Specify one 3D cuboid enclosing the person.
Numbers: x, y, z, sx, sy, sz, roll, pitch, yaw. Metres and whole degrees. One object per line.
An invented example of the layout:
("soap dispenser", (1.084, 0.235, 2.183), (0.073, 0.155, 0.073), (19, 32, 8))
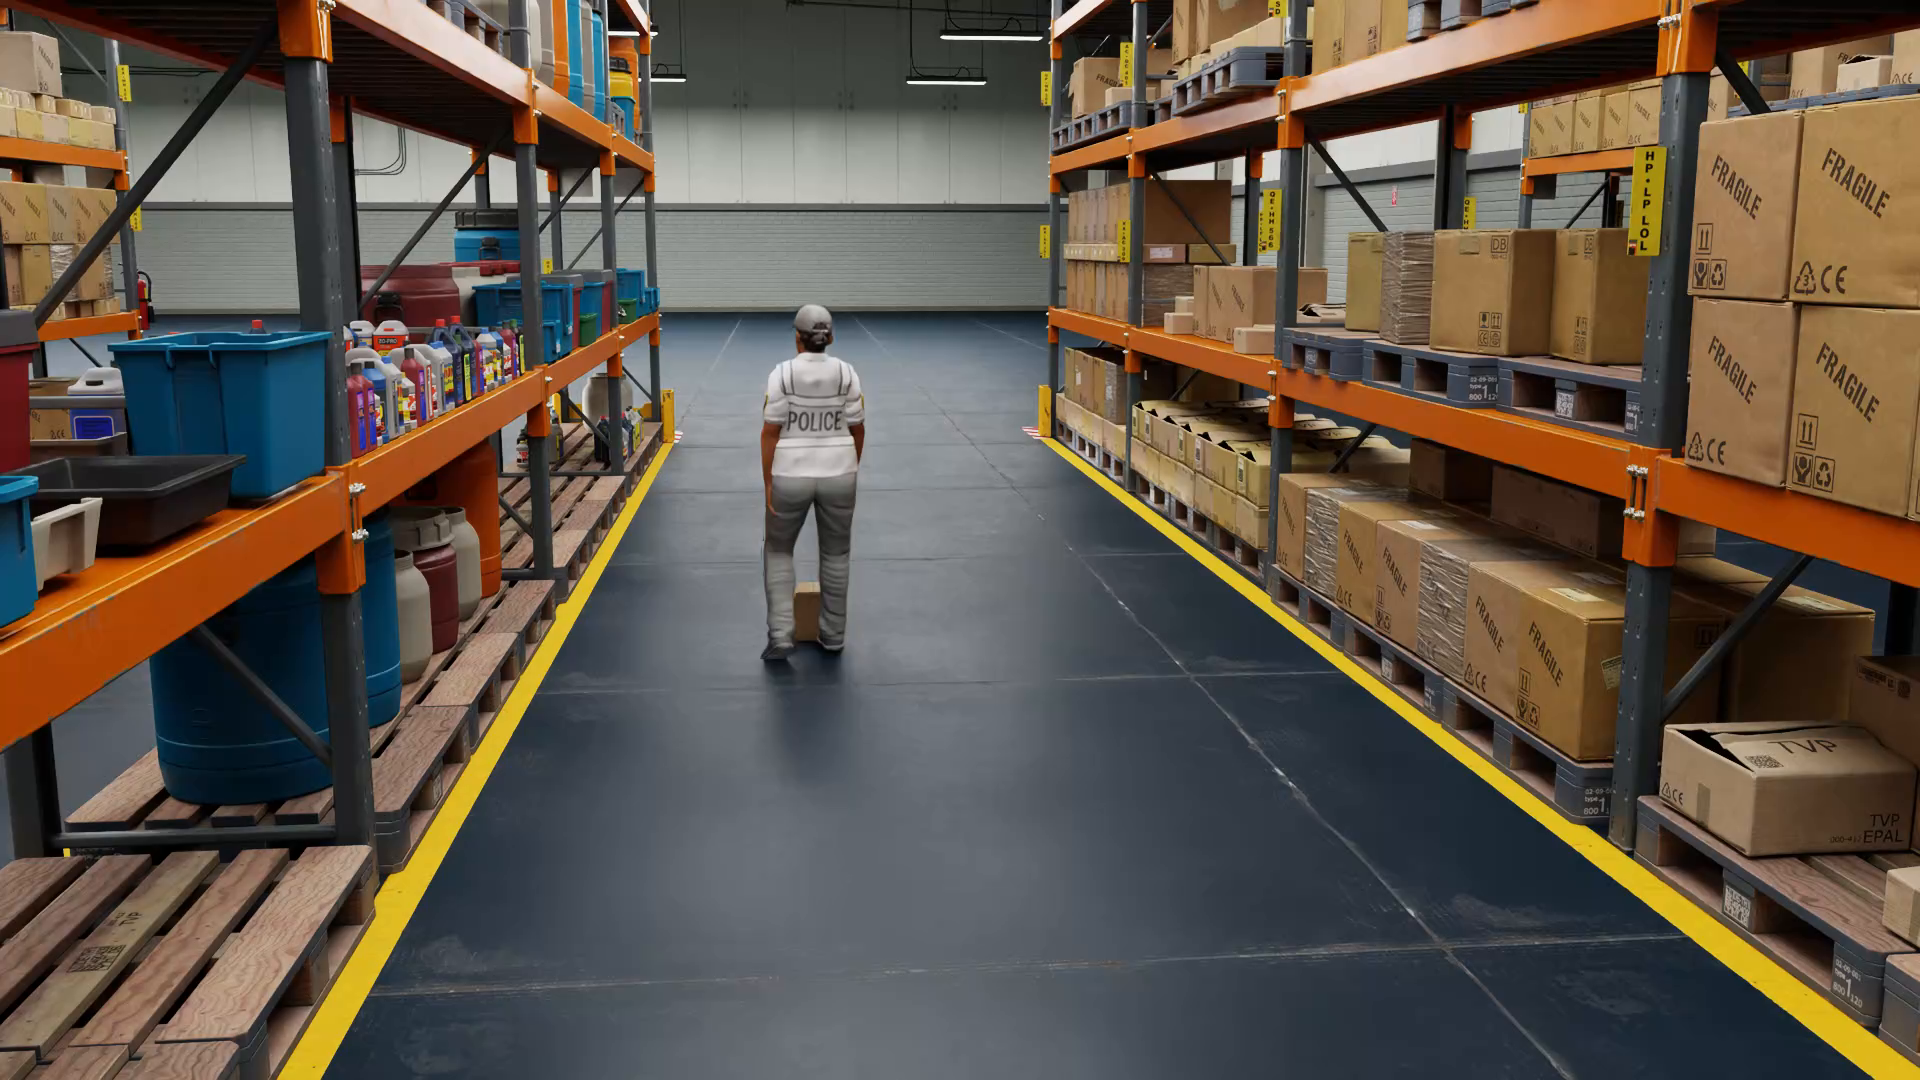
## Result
("person", (-0.706, -0.247, 7.865), (0.513, 1.723, 0.500), (-2, 10, -13))
